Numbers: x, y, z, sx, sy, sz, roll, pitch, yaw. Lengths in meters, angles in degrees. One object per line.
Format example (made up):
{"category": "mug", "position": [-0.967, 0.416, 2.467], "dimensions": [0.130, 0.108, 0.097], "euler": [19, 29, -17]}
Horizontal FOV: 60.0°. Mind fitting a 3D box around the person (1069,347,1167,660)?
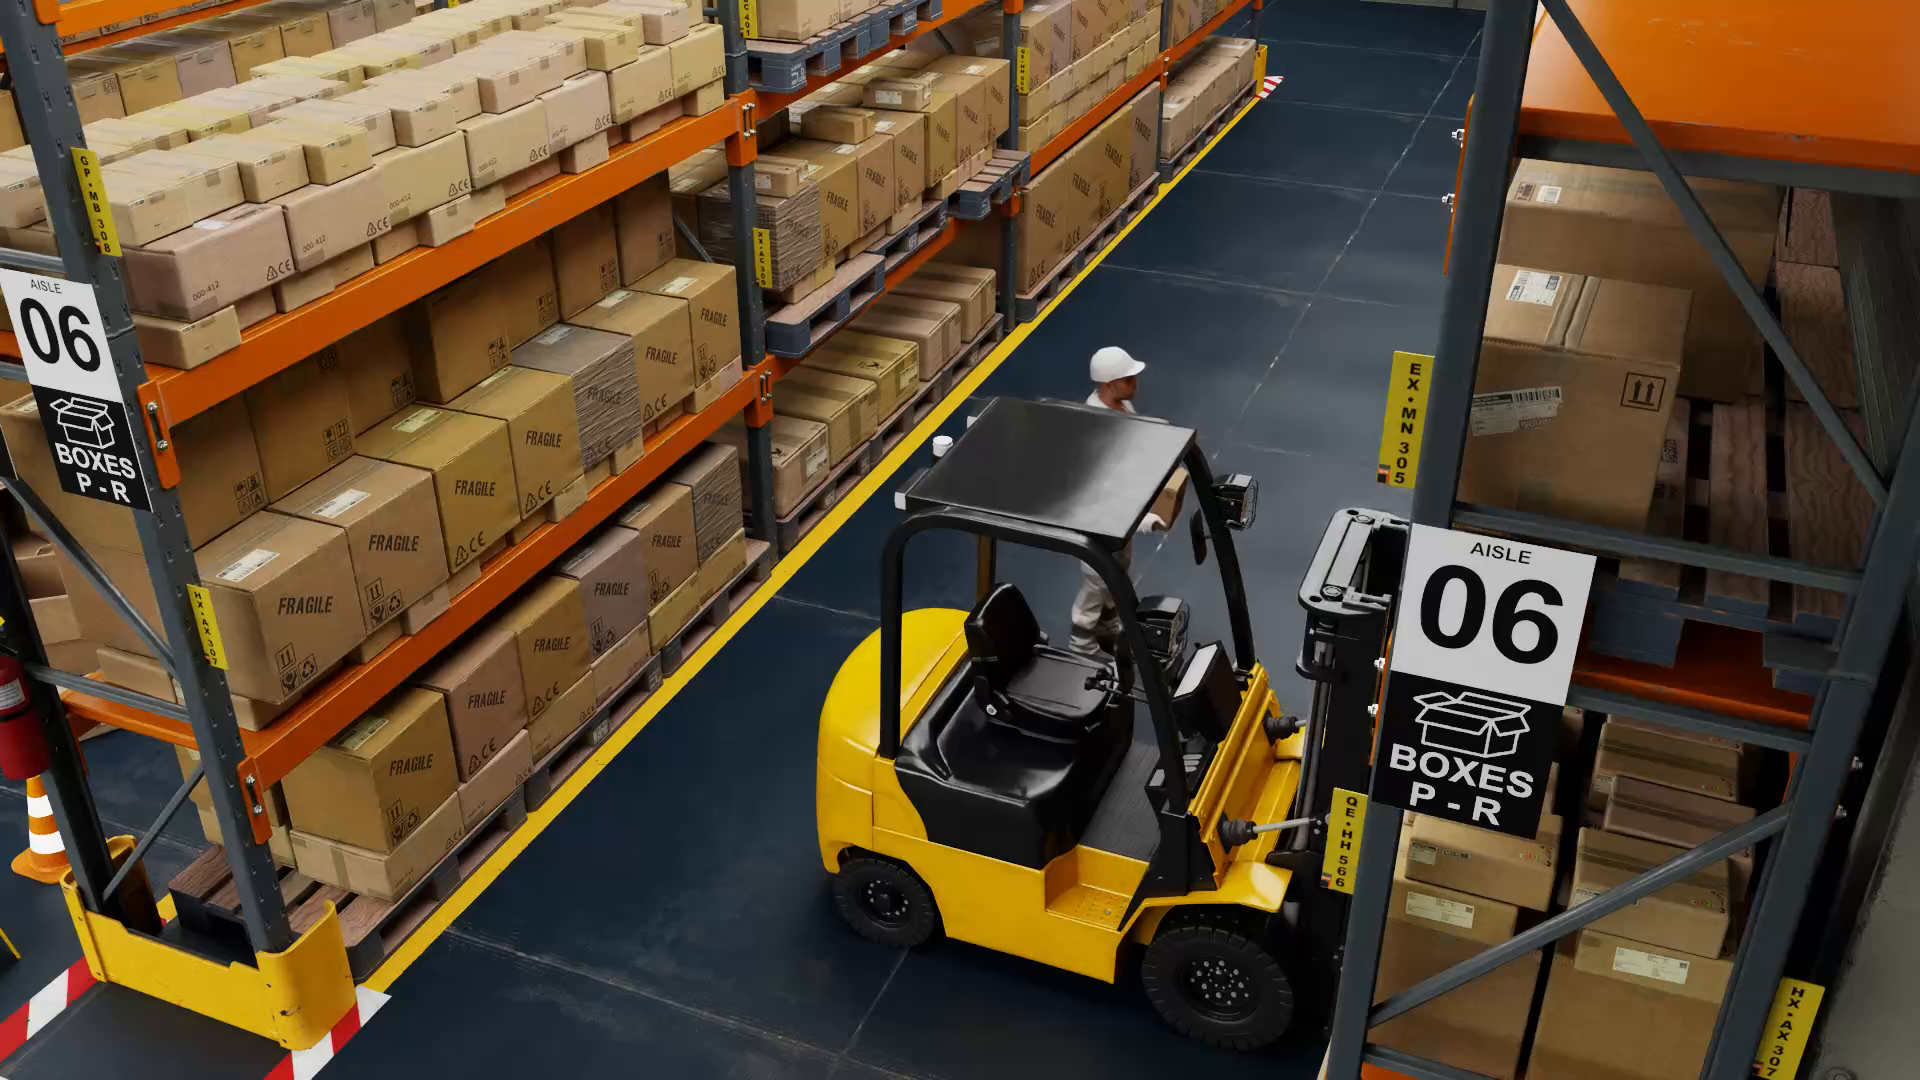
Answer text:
{"category": "person", "position": [0.844, -0.160, 8.661], "dimensions": [0.556, 1.786, 0.495], "euler": [11, 31, 18]}
